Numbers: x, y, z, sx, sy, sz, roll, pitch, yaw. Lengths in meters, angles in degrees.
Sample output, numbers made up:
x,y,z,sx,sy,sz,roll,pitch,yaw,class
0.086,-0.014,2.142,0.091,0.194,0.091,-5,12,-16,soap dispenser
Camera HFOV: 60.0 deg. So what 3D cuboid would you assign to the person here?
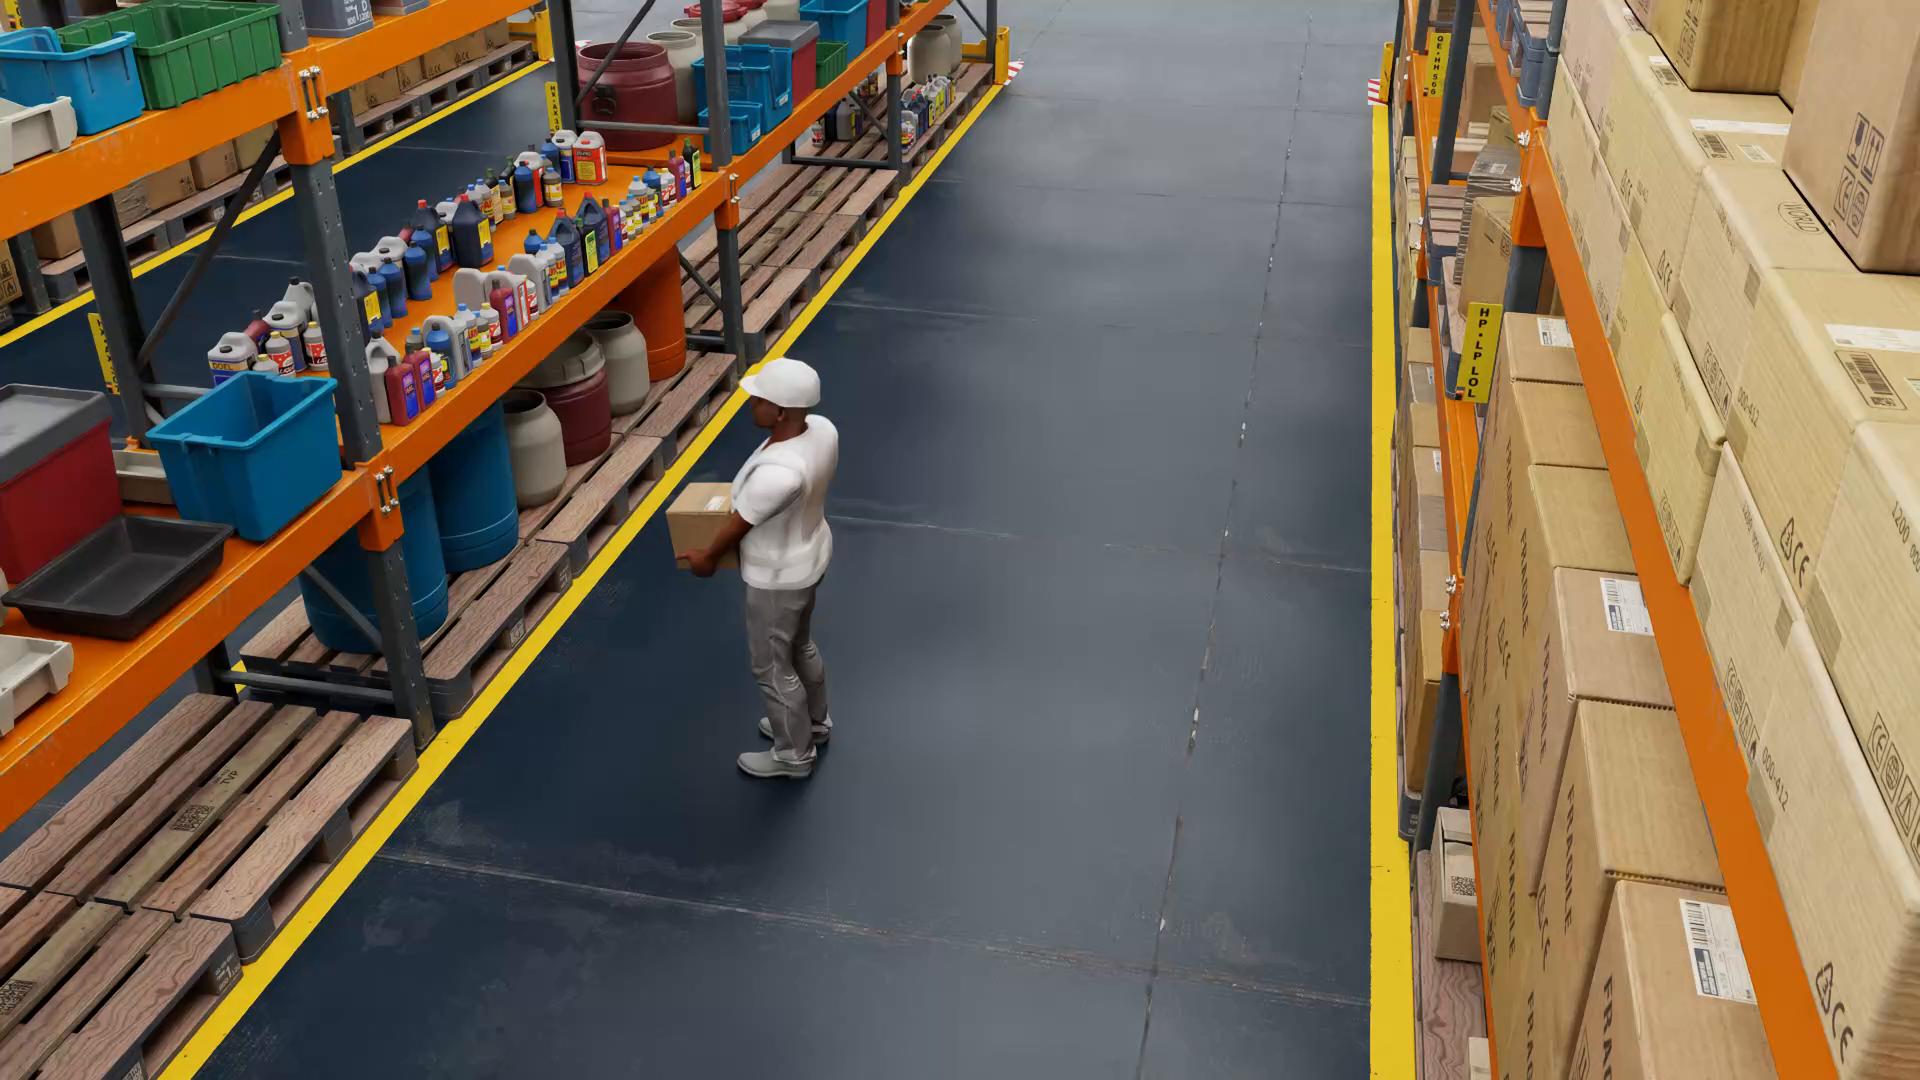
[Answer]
x,y,z,sx,sy,sz,roll,pitch,yaw,class
-0.774,0.106,6.412,0.586,1.760,0.503,6,29,12,person
